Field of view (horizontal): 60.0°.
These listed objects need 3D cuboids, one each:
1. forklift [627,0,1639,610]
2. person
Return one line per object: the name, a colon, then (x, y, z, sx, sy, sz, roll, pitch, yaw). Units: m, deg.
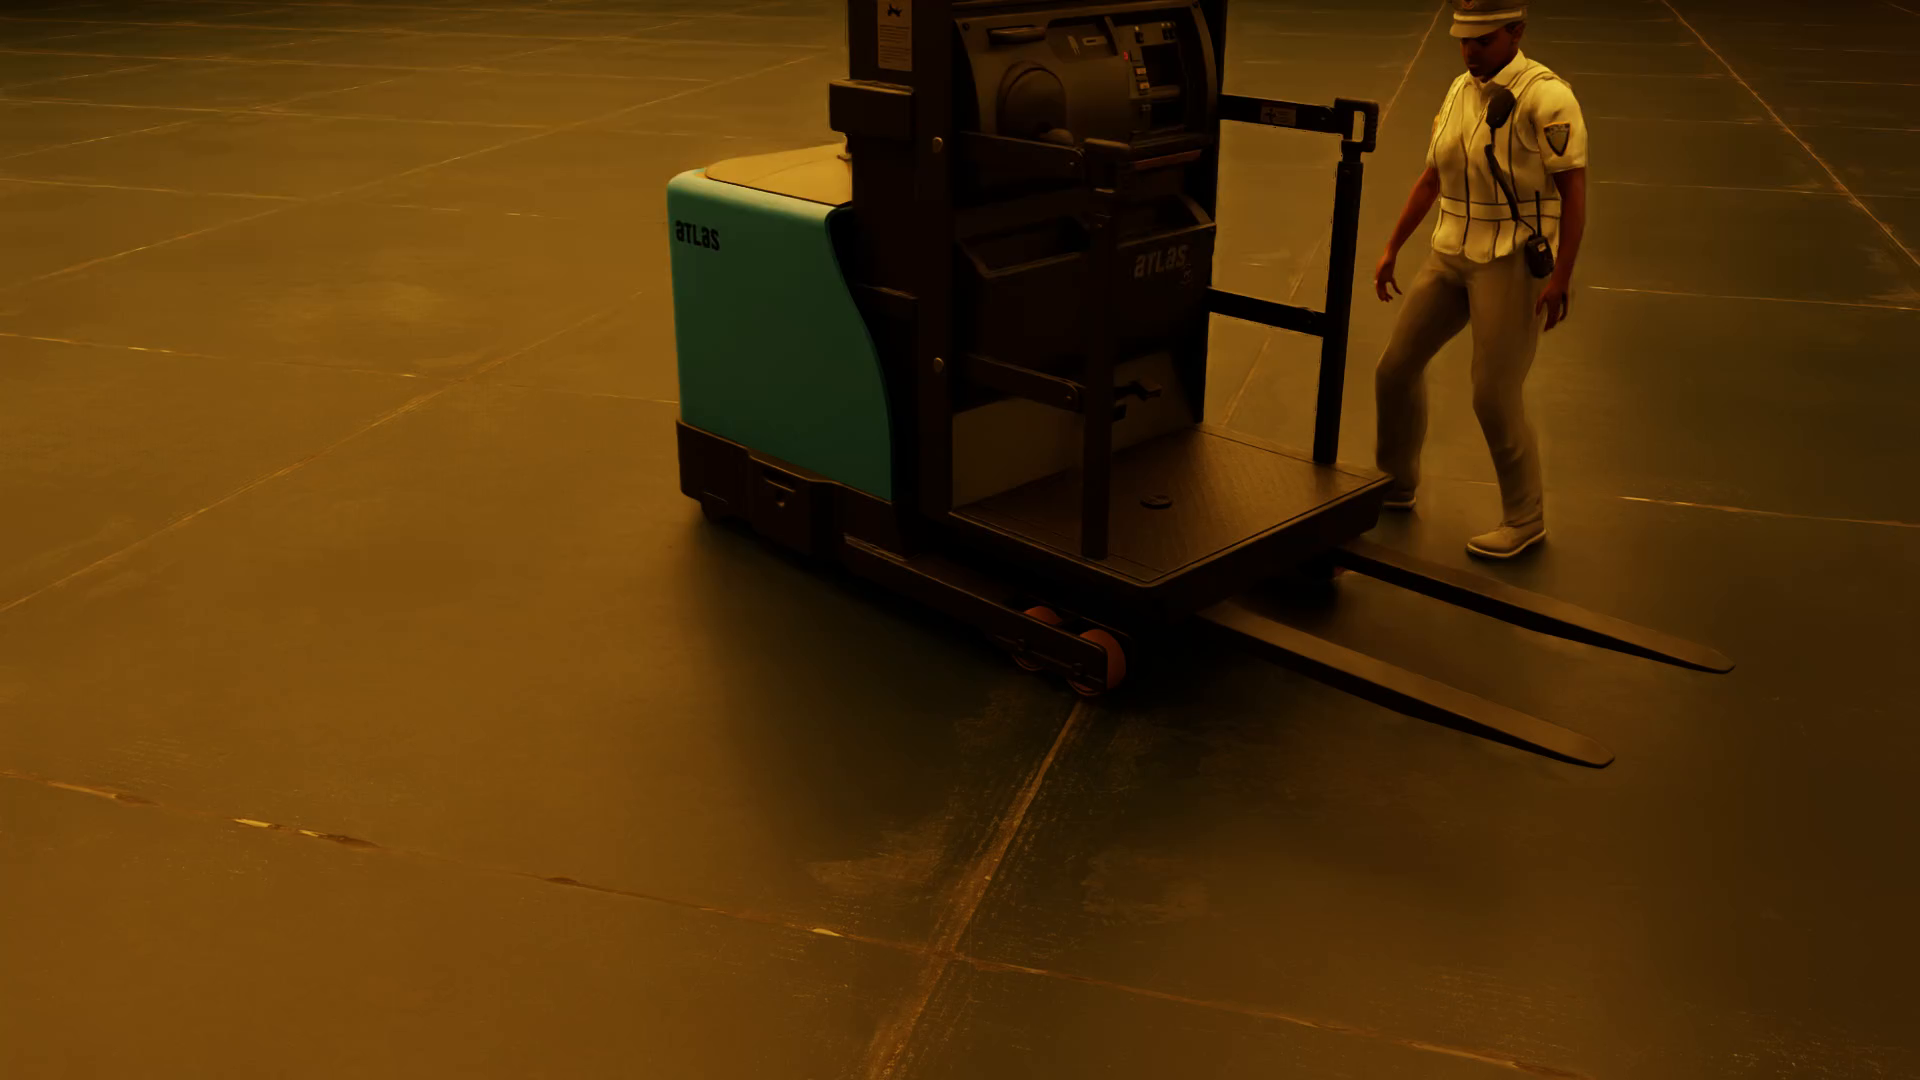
forklift: (0.606, -1.374, 4.608, 3.031, 2.935, 1.130, -2, 23, -4)
person: (1.852, -0.488, 4.092, 0.384, 1.689, 0.603, 17, 28, 36)
